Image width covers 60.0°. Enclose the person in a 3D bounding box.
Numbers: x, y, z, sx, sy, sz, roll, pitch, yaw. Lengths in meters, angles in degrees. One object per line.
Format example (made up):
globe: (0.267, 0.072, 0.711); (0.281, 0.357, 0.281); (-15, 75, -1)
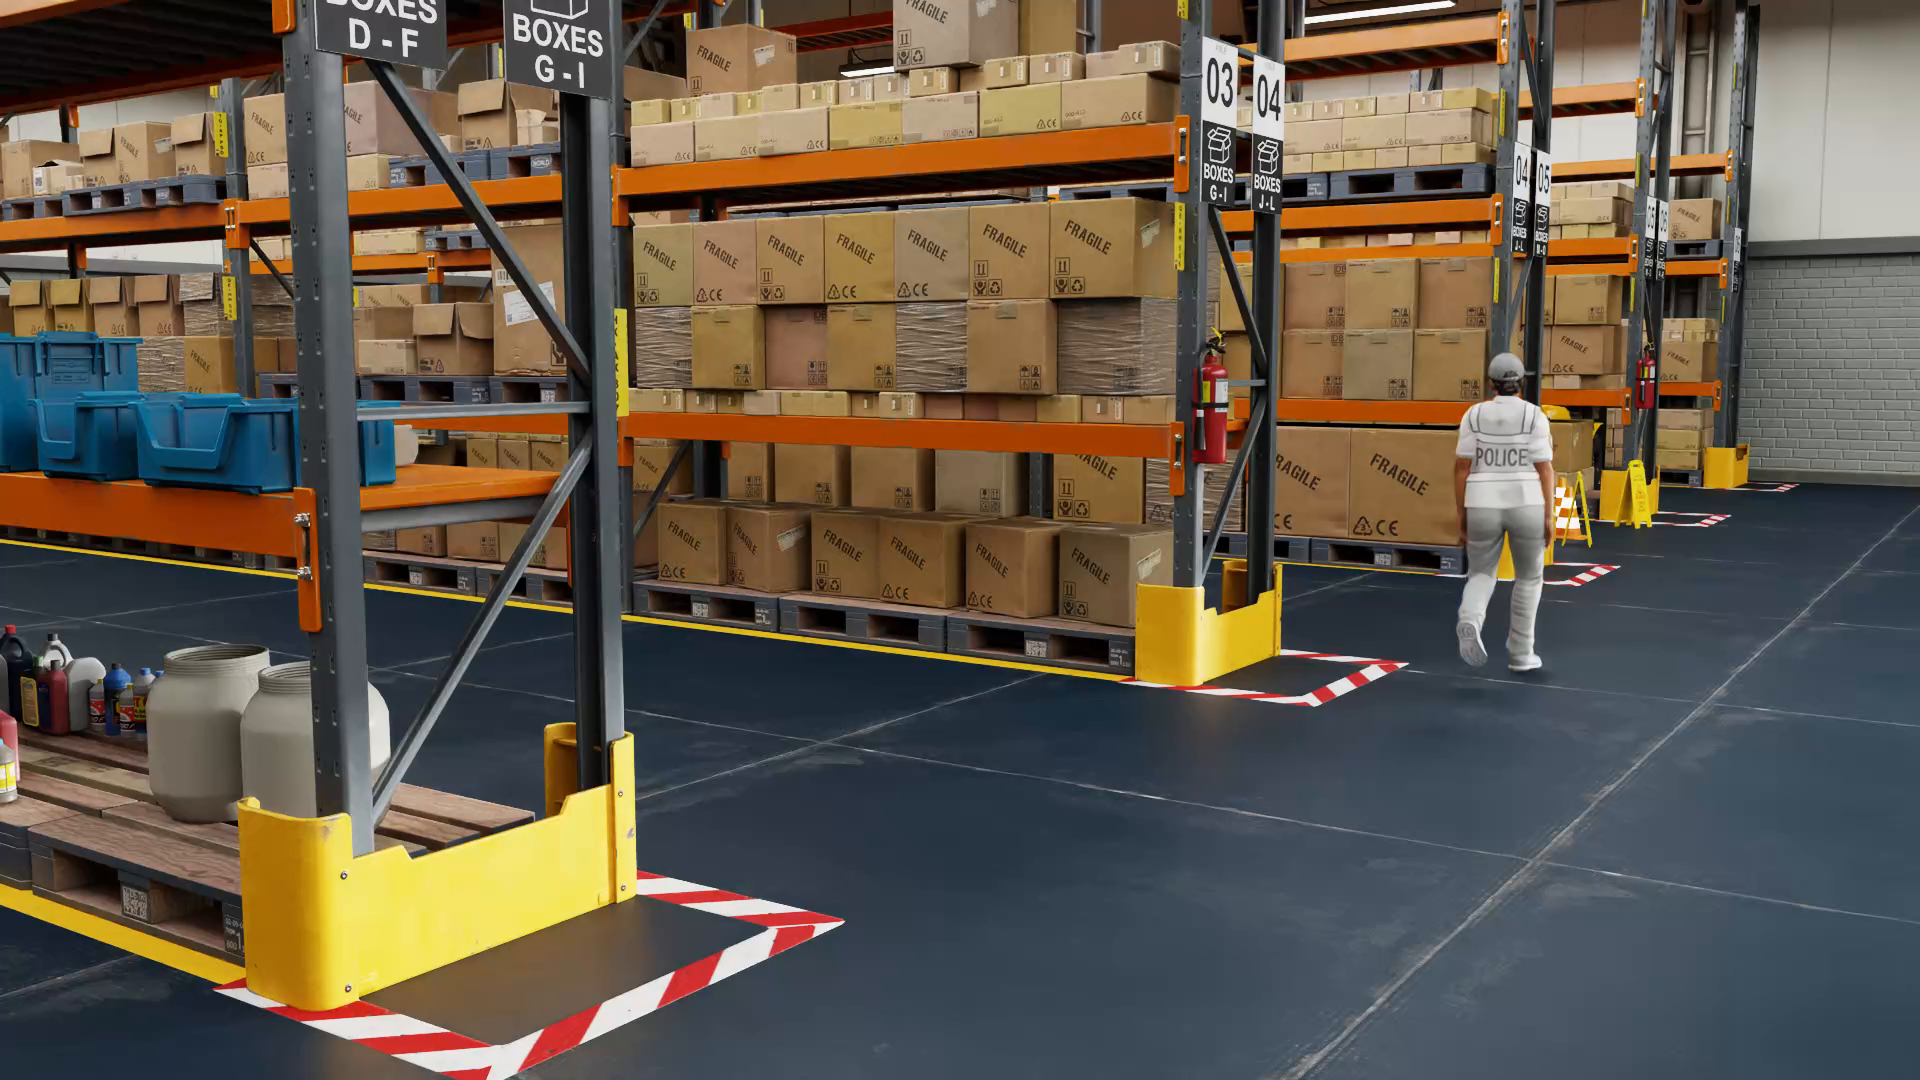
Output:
person: (2.798, -0.136, 8.559); (0.504, 1.642, 0.590); (4, 7, 31)
